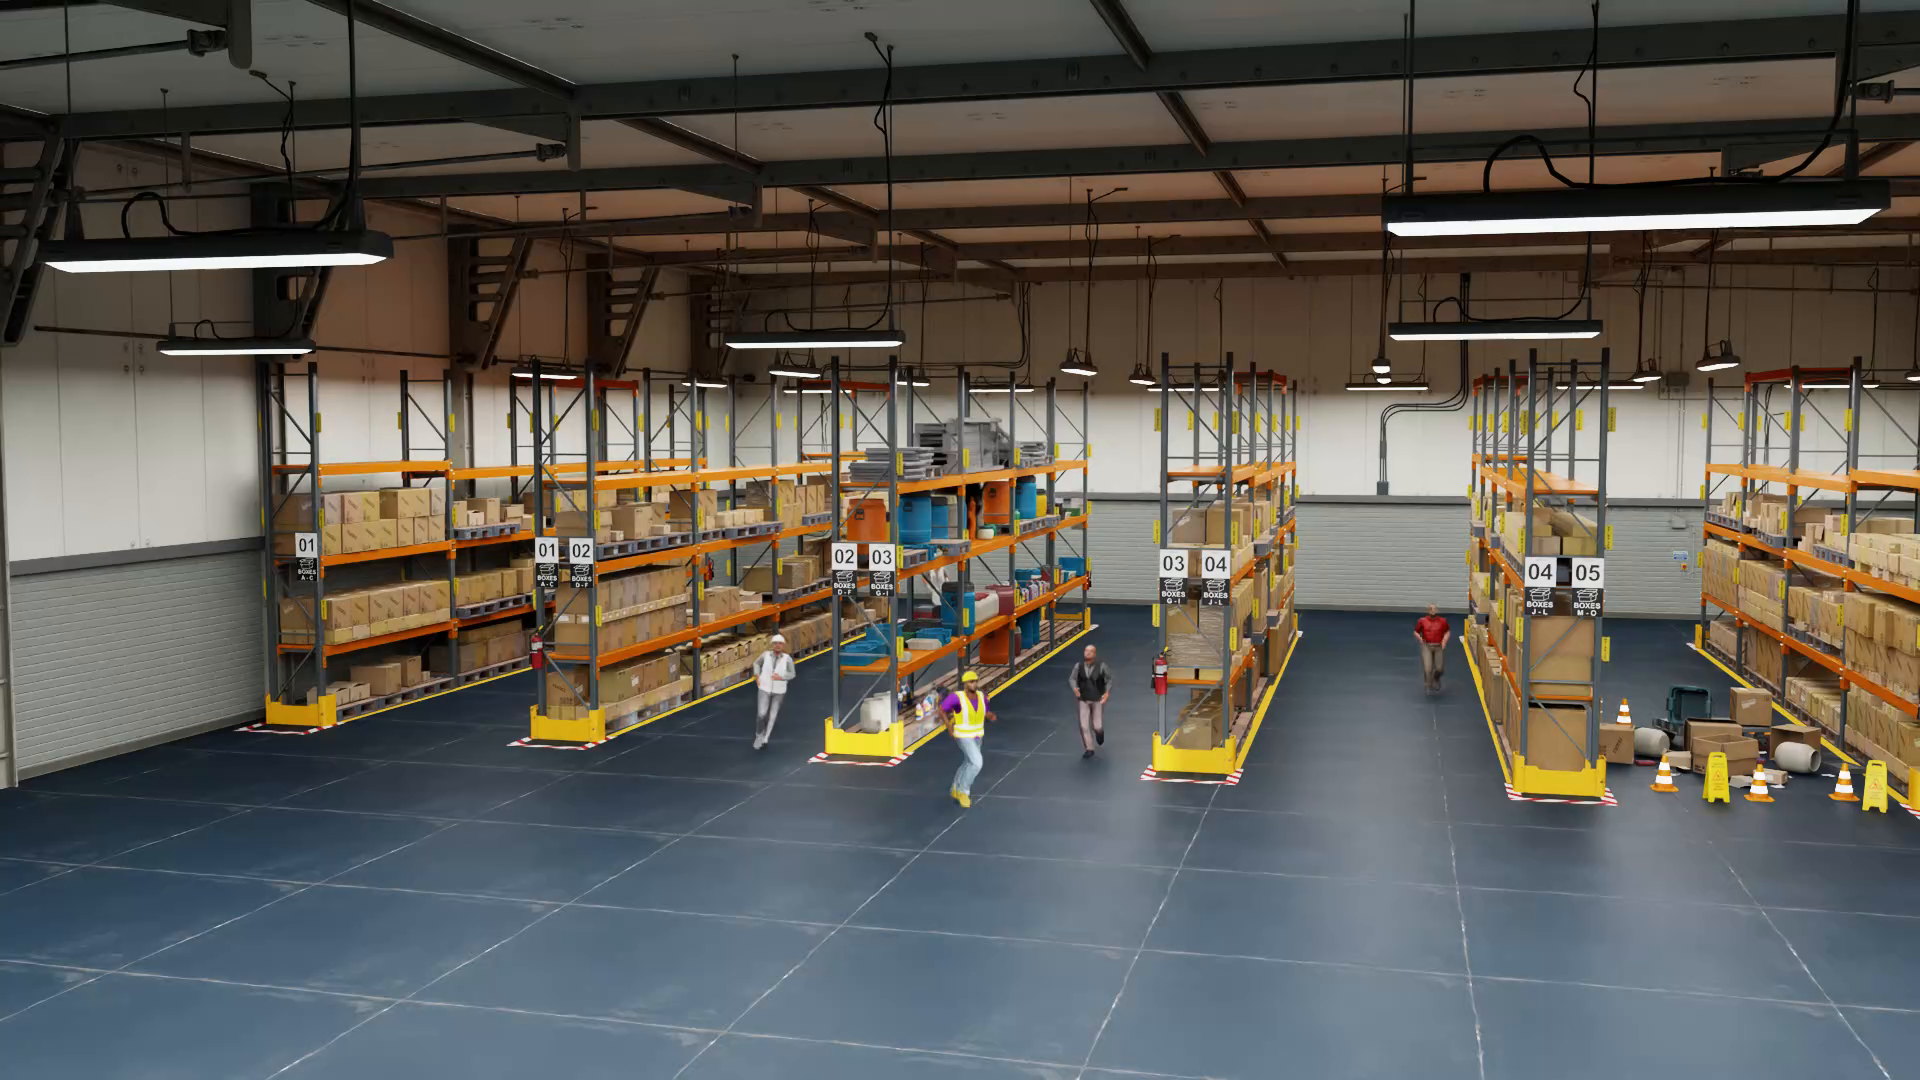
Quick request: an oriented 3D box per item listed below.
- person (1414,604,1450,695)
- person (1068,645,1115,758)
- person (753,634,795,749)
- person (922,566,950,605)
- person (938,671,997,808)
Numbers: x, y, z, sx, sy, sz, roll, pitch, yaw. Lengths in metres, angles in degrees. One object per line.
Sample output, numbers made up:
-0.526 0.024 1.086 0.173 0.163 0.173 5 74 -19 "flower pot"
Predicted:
8.689 2.010 30.589 0.659 1.674 0.600 1 4 11 "person"
1.967 2.415 24.984 0.701 1.682 0.572 1 4 13 "person"
-2.875 2.340 25.686 0.656 1.791 0.650 -1 4 -8 "person"
-0.557 1.265 40.724 0.658 1.777 0.677 -1 4 -15 "person"
0.146 2.608 21.776 0.663 1.803 0.722 -4 5 -42 "person"
